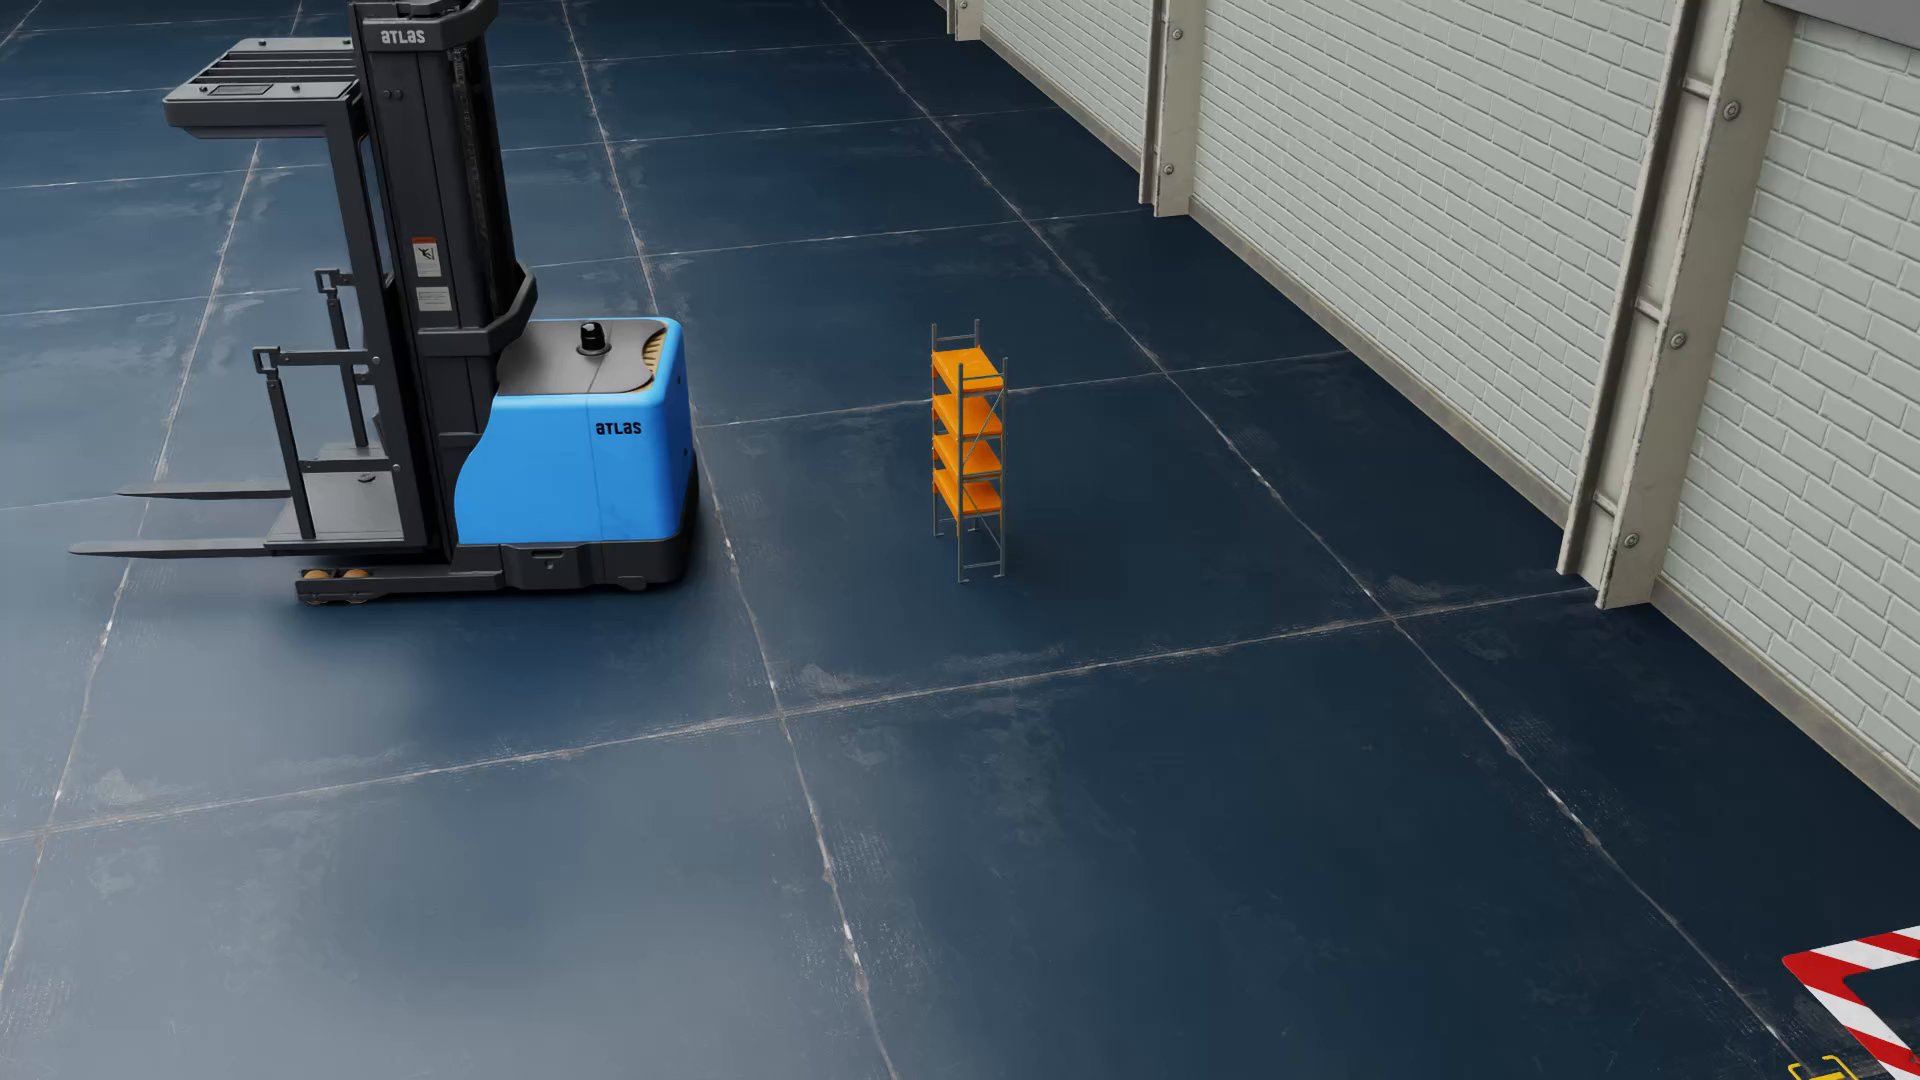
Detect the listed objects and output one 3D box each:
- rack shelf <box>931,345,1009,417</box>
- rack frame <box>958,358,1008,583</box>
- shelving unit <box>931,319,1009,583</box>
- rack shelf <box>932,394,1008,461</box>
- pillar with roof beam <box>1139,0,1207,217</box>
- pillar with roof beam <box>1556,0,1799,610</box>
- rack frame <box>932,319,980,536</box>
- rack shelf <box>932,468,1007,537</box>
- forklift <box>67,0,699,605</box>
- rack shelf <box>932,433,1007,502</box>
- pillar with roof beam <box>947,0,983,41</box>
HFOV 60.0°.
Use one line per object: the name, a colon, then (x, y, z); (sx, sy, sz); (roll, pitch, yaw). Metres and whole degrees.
rack shelf: (0.044, -0.779, 8.114); (0.258, 0.148, 0.480); (-8, 31, -13)
rack frame: (0.109, -0.321, 8.108); (0.240, 1.200, 0.015); (-8, 31, -13)
shelving unit: (0.044, -0.439, 8.311); (0.258, 1.200, 0.503); (-8, 31, -13)
rack shelf: (0.044, -0.575, 8.233); (0.258, 0.148, 0.480); (-8, 31, -13)
pillar with roof beam: (-2.502, -5.994, 10.123); (9.100, 9.000, 0.400); (-8, 31, -13)
pillar with roof beam: (-0.909, -3.096, 5.116); (9.100, 9.000, 0.400); (-8, 31, -13)
rack frame: (-0.021, -0.557, 8.515); (0.240, 1.200, 0.015); (-8, 31, -13)
rack shelf: (0.044, -0.209, 8.444); (0.258, 0.148, 0.480); (-8, 31, -13)
forklift: (-2.912, -1.223, 7.936); (3.031, 2.935, 1.130); (-1, 30, -2)
rack shelf: (0.044, -0.381, 8.345); (0.258, 0.148, 0.480); (-8, 31, -13)
pillar with roof beam: (-4.094, -8.892, 15.129); (9.100, 9.000, 0.400); (-8, 31, -13)
